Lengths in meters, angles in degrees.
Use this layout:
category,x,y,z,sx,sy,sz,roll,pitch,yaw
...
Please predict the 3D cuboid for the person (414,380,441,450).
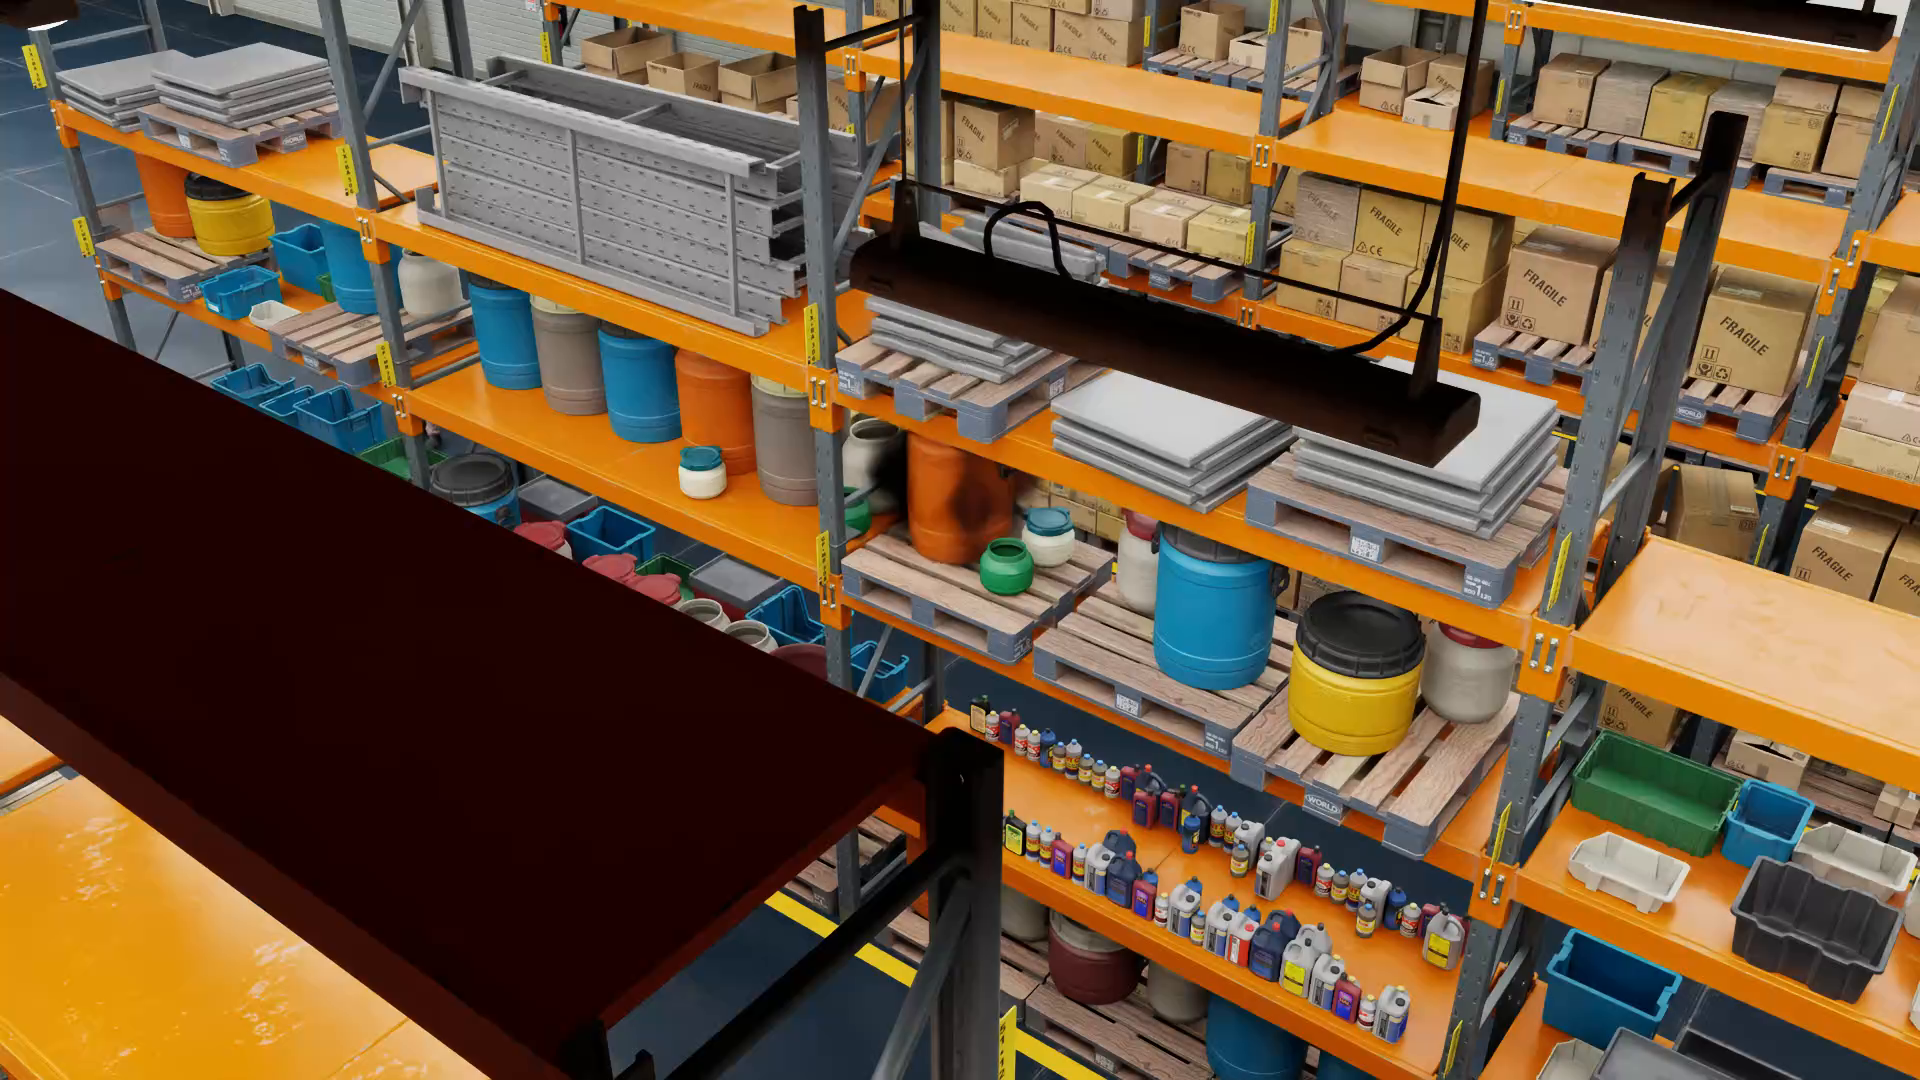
category,x,y,z,sx,sy,sz,roll,pitch,yaw
person,-5.512,-1.765,16.532,0.579,1.717,0.565,4,32,6
